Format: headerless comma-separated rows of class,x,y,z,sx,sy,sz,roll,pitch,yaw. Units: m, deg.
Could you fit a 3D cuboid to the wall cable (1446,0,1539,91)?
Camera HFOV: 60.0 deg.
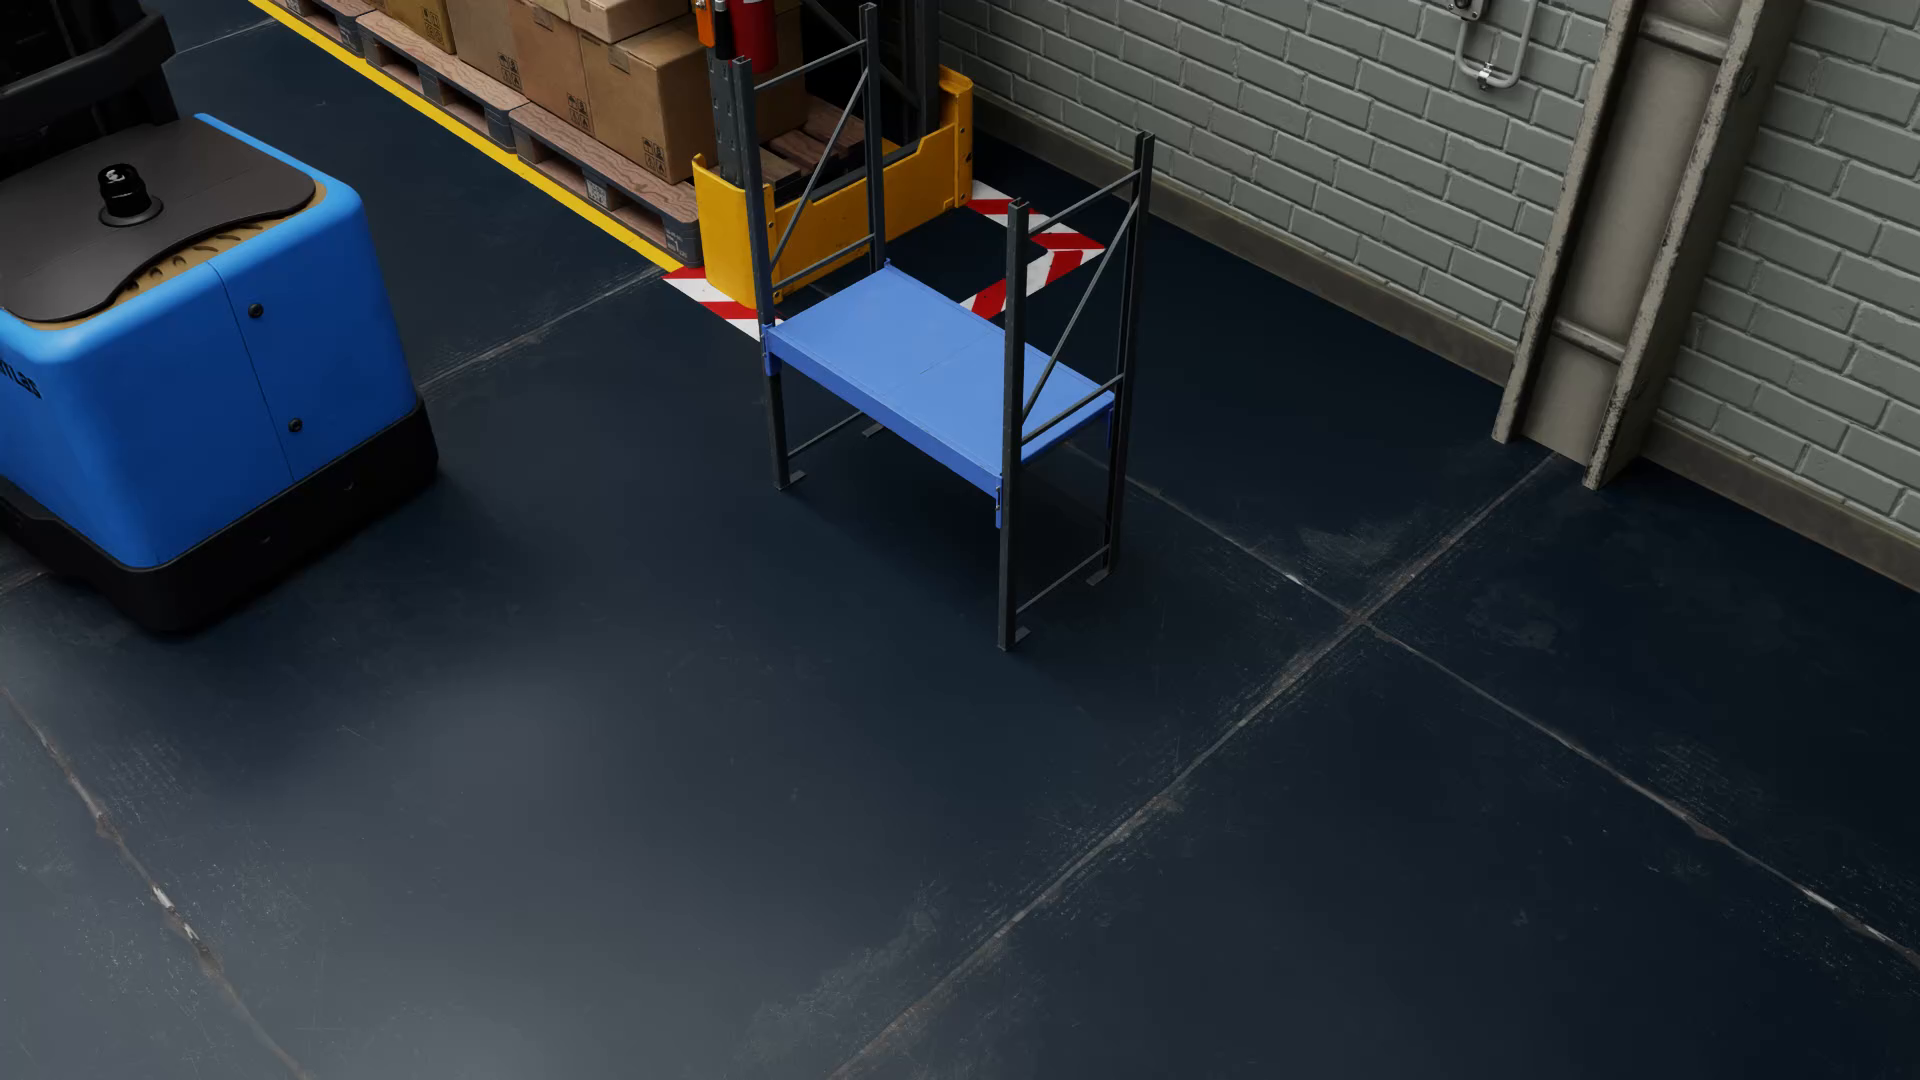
wall cable,1.099,-2.523,5.021,0.084,1.984,1.851,-34,53,-31

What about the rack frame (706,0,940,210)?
rack frame,-0.475,-2.312,5.541,1.000,3.000,0.127,-34,53,-31

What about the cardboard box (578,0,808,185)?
cardboard box,-1.040,-1.836,6.559,0.700,0.500,0.500,-34,53,-31

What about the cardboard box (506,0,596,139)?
cardboard box,-1.394,-2.077,6.819,0.500,0.500,0.700,34,53,31

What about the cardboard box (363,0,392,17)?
cardboard box,-2.492,-2.818,7.622,0.500,0.500,0.700,34,52,31

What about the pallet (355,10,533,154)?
pallet,-1.953,-2.220,7.497,1.003,0.211,1.213,-34,53,-31

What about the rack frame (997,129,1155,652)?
rack frame,0.299,-0.348,4.521,0.500,1.500,0.032,-34,53,-31

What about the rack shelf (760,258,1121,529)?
rack shelf,-0.060,-0.460,4.907,0.538,0.185,1.000,-34,53,-31

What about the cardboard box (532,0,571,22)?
cardboard box,-1.441,-2.171,6.444,0.380,0.149,0.250,-33,52,-30

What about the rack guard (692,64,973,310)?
rack guard,-0.458,-1.382,6.377,1.175,0.500,0.348,-34,53,-31

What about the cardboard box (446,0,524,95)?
cardboard box,-1.749,-2.318,7.081,0.500,0.500,0.700,32,52,30

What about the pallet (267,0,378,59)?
pallet,-2.818,-2.807,8.132,1.003,0.211,1.213,-34,53,-31

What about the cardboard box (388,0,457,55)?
cardboard box,-2.131,-2.571,7.354,0.700,0.500,0.500,-33,52,-30

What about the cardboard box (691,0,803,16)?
cardboard box,-0.810,-2.110,6.378,0.380,0.149,0.250,-34,52,-31

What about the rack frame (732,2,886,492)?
rack frame,-0.419,-0.836,5.050,0.500,1.500,0.032,-34,53,-31

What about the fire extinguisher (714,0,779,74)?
fire extinguisher,-0.695,-1.853,5.376,0.296,0.674,0.183,-34,53,-31

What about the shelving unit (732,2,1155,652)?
shelving unit,-0.060,-0.592,4.785,0.538,1.500,1.048,-34,53,-31

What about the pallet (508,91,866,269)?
pallet,-1.095,-1.634,6.863,1.003,0.211,1.213,-34,53,-31

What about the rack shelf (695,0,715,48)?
rack shelf,-1.888,-3.008,6.825,1.077,0.370,4.000,-34,53,-31

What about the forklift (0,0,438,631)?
forklift,-3.182,-1.636,4.860,3.031,2.935,1.130,27,49,27

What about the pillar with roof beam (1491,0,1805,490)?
pillar with roof beam,-1.004,-1.569,0.317,9.100,9.000,0.400,-34,53,-31

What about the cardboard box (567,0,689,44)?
cardboard box,-1.260,-2.049,6.311,0.250,0.149,0.380,34,52,31
